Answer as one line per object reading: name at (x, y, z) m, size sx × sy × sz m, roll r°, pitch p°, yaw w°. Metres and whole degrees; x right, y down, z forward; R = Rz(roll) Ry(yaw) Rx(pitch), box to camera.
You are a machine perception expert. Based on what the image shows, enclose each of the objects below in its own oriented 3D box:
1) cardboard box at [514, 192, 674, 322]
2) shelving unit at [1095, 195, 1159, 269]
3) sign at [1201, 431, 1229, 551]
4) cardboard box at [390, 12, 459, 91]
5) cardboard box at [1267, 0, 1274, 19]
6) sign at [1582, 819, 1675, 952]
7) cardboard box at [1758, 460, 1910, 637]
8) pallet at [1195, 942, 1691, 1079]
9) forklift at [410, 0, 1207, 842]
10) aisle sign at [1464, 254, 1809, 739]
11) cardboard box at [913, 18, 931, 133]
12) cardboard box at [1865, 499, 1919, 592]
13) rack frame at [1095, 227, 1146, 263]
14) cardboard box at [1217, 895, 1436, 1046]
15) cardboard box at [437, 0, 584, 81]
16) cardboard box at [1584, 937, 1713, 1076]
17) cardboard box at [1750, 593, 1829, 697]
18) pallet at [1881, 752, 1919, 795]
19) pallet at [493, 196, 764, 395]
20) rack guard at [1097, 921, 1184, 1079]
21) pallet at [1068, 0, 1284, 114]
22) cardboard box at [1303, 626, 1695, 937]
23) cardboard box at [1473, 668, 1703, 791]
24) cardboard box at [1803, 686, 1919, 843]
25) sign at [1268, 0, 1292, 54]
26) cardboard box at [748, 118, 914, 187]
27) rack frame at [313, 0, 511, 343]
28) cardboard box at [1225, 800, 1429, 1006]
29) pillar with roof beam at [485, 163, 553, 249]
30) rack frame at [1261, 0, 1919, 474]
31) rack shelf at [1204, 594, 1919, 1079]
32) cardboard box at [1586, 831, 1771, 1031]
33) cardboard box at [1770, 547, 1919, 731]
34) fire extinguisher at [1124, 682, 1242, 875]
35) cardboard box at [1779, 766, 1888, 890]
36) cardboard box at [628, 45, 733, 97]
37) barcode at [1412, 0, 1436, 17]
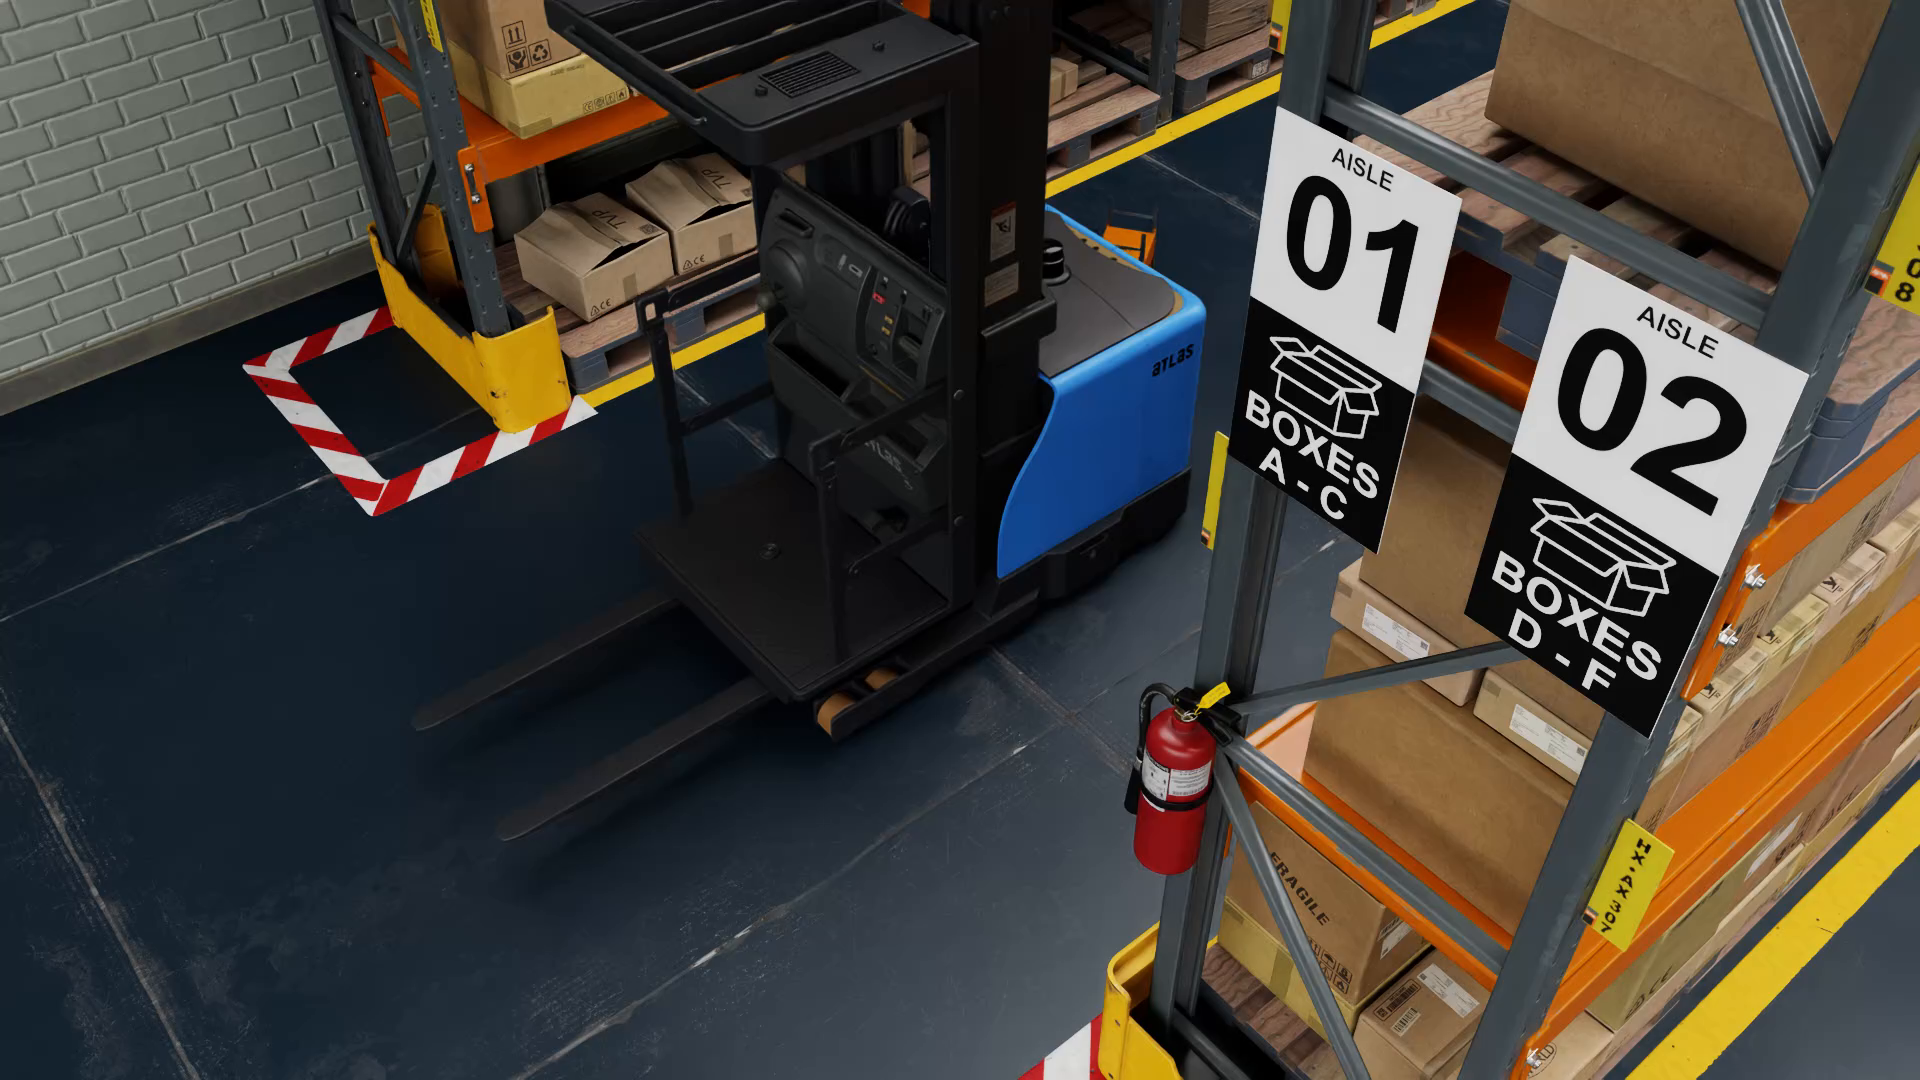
cardboard box at (-1.676, -1.326, 7.613) m, size 0.500 × 0.311 × 0.500 m, roll 33°, pitch 52°, yaw 30°
shelving unit at (0.664, -0.906, 6.948) m, size 0.215 × 1.050 × 0.252 m, roll 11°, pitch 44°, yaw 12°
sign at (0.579, -0.089, 3.634) m, size 0.005 × 0.325 × 0.100 m, roll -30°, pitch 51°, yaw -28°
cardboard box at (-2.030, -2.148, 6.941) m, size 0.500 × 0.250 × 0.500 m, roll -29°, pitch 50°, yaw -27°
cardboard box at (1.722, -3.480, 9.769) m, size 0.500 × 0.500 × 0.700 m, roll -31°, pitch 51°, yaw -29°
sign at (1.268, 0.661, 3.165) m, size 0.005 × 0.325 × 0.100 m, roll -30°, pitch 51°, yaw -28°
cardboard box at (1.724, -0.254, 3.809) m, size 0.500 × 0.500 × 0.700 m, roll -31°, pitch 51°, yaw -29°
pallet at (1.477, 1.369, 5.138) m, size 1.213 × 0.211 × 1.003 m, roll -30°, pitch 51°, yaw -28°
forklift at (-0.529, -0.767, 5.426) m, size 3.031 × 2.935 × 1.130 m, roll -30°, pitch 51°, yaw -28°
aisle sign at (1.063, -0.047, 2.710) m, size 0.004 × 0.787 × 0.394 m, roll -30°, pitch 51°, yaw -28°
cardboard box at (0.034, -2.418, 8.638) m, size 0.500 × 0.500 × 0.500 m, roll -34°, pitch 53°, yaw -31°
cardboard box at (2.147, -0.076, 4.093) m, size 0.250 × 0.149 × 0.380 m, roll -32°, pitch 52°, yaw -29°
rack frame at (0.630, -0.826, 6.863) m, size 0.200 × 1.050 × 0.008 m, roll 11°, pitch 44°, yaw 12°
cardboard box at (1.139, 1.169, 5.016) m, size 0.500 × 0.250 × 0.500 m, roll -30°, pitch 51°, yaw -28°
cardboard box at (-1.705, -2.167, 6.413) m, size 0.500 × 0.500 × 0.500 m, roll -30°, pitch 51°, yaw -28°
cardboard box at (1.852, 1.220, 4.962) m, size 0.500 × 0.250 × 0.500 m, roll -30°, pitch 51°, yaw -28°
cardboard box at (1.749, 0.152, 3.850) m, size 0.250 × 0.149 × 0.380 m, roll -30°, pitch 51°, yaw -28°
pallet at (3.348, 0.298, 6.279) m, size 1.213 × 0.211 × 1.003 m, roll -30°, pitch 51°, yaw -28°
pallet at (-1.560, -1.244, 7.920) m, size 1.213 × 0.211 × 1.003 m, roll -30°, pitch 51°, yaw -28°
rack guard at (0.899, 1.633, 4.647) m, size 0.348 × 0.500 × 1.175 m, roll -30°, pitch 51°, yaw -28°
pallet at (1.400, -2.972, 9.760) m, size 1.213 × 0.211 × 1.003 m, roll -30°, pitch 51°, yaw -28°
cardboard box at (1.283, 0.476, 3.979) m, size 0.500 × 0.500 × 0.700 m, roll -30°, pitch 51°, yaw -28°
cardboard box at (1.356, 0.379, 3.609) m, size 0.250 × 0.149 × 0.380 m, roll -30°, pitch 51°, yaw -28°
cardboard box at (2.623, 0.511, 5.169) m, size 0.500 × 0.500 × 0.500 m, roll -30°, pitch 51°, yaw -28°
sign at (0.579, -0.967, 2.809) m, size 0.005 × 0.325 × 0.100 m, roll -30°, pitch 51°, yaw -28°
cardboard box at (-0.644, -1.941, 8.130) m, size 0.500 × 0.500 × 0.700 m, roll -33°, pitch 52°, yaw -30°
rack frame at (-2.264, -1.889, 6.570) m, size 0.127 × 3.000 × 1.000 m, roll -30°, pitch 51°, yaw -28°
cardboard box at (1.137, 0.895, 4.760) m, size 0.500 × 0.500 × 0.500 m, roll -30°, pitch 51°, yaw -28°
pillar with roof beam at (0.480, -2.577, 2.920) m, size 0.400 × 9.000 × 9.100 m, roll -30°, pitch 51°, yaw -28°
rack frame at (0.917, -1.476, 1.748) m, size 0.127 × 3.000 × 1.000 m, roll -30°, pitch 51°, yaw -28°
rack shelf at (2.451, 0.095, 4.984) m, size 4.000 × 0.370 × 1.077 m, roll -30°, pitch 51°, yaw -28°
cardboard box at (1.853, 0.947, 4.704) m, size 0.500 × 0.500 × 0.500 m, roll -30°, pitch 51°, yaw -28°
cardboard box at (2.068, 0.028, 4.456) m, size 0.500 × 0.500 × 0.700 m, roll -29°, pitch 51°, yaw -28°
fire extinguisher at (0.528, 0.547, 4.033) m, size 0.183 × 0.674 × 0.296 m, roll -30°, pitch 51°, yaw -28°
cardboard box at (2.623, 0.783, 5.427) m, size 0.500 × 0.250 × 0.500 m, roll -30°, pitch 51°, yaw -28°
cardboard box at (-1.297, -2.125, 6.916) m, size 0.500 × 0.250 × 0.500 m, roll -31°, pitch 52°, yaw -29°
barcode at (0.839, -0.980, 2.987) m, size 0.075 × 0.075 × 0.001 m, roll -30°, pitch 51°, yaw -28°
